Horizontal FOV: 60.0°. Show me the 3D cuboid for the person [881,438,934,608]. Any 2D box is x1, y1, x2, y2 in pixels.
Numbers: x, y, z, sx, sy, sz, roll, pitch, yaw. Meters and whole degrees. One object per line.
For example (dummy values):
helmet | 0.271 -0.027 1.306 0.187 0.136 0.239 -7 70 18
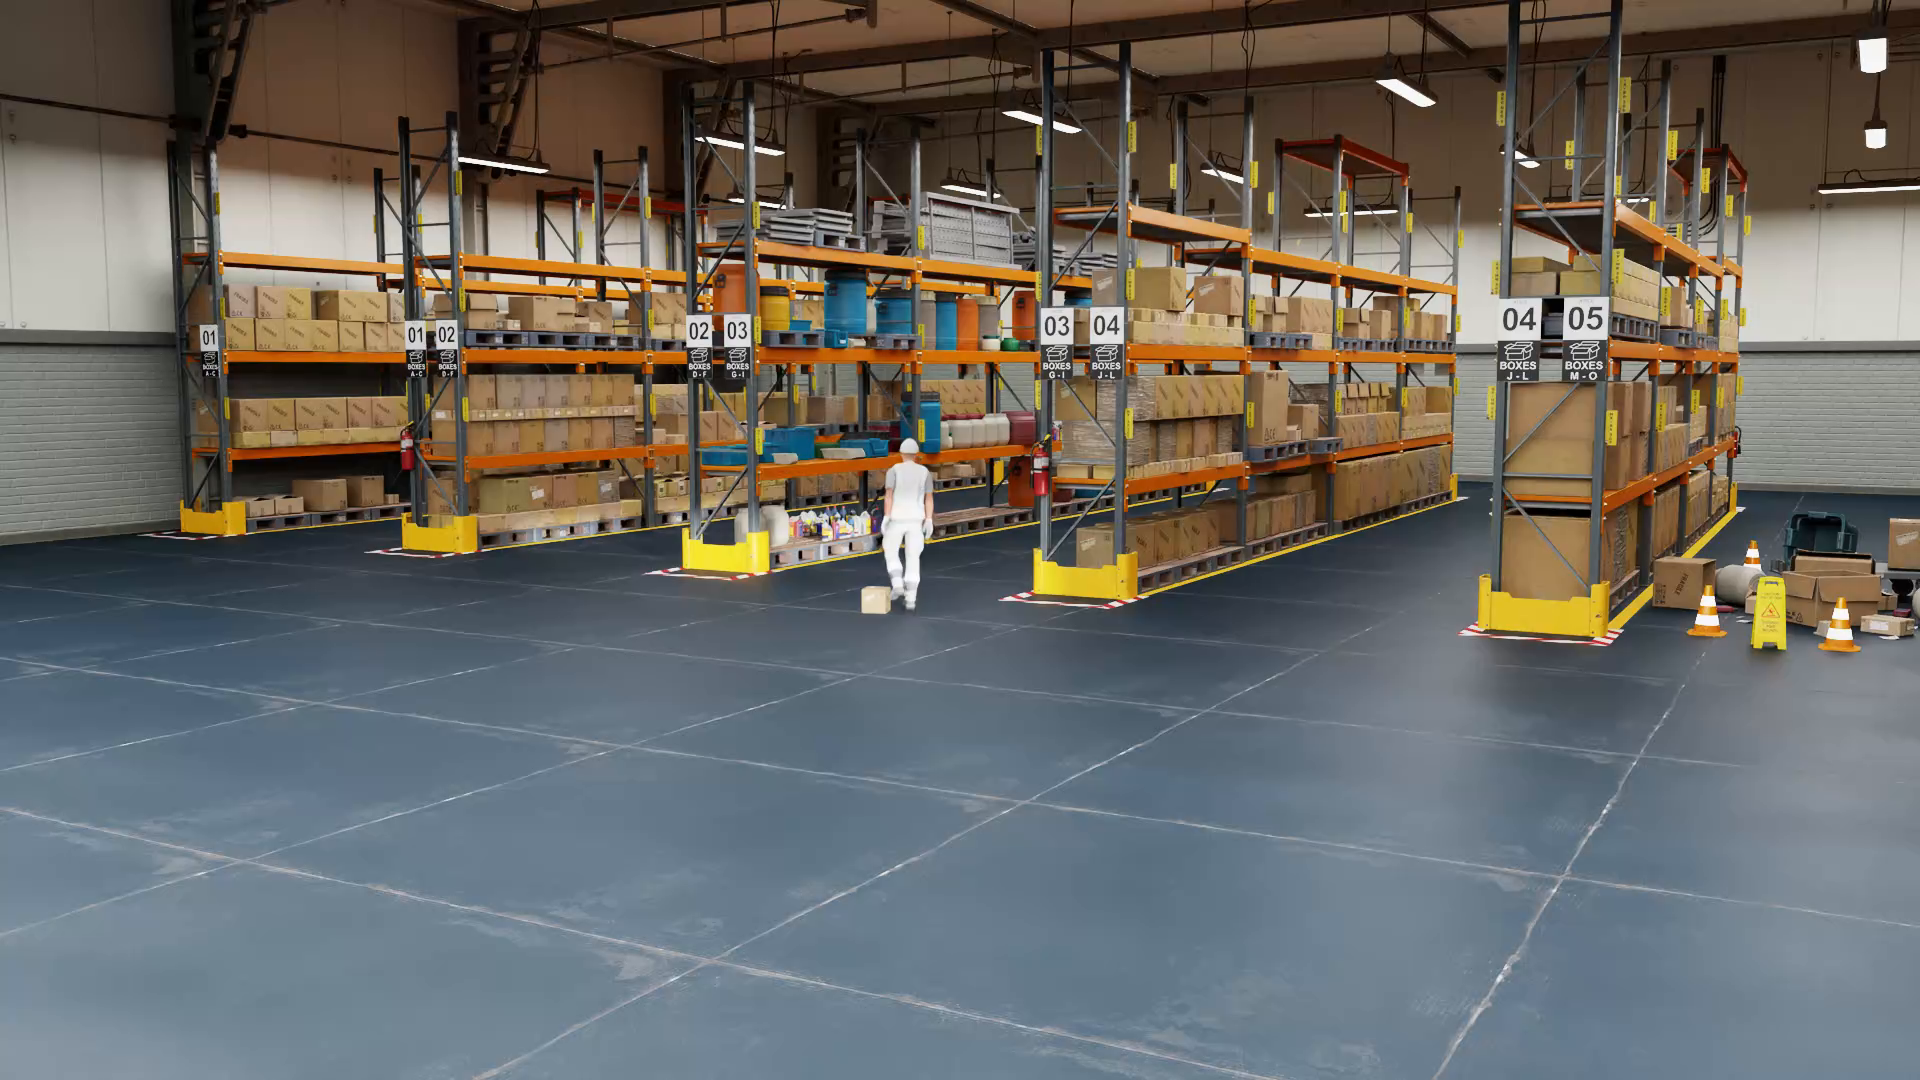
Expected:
person | -0.563 -0.190 17.639 0.580 1.769 0.483 -1 6 -11
